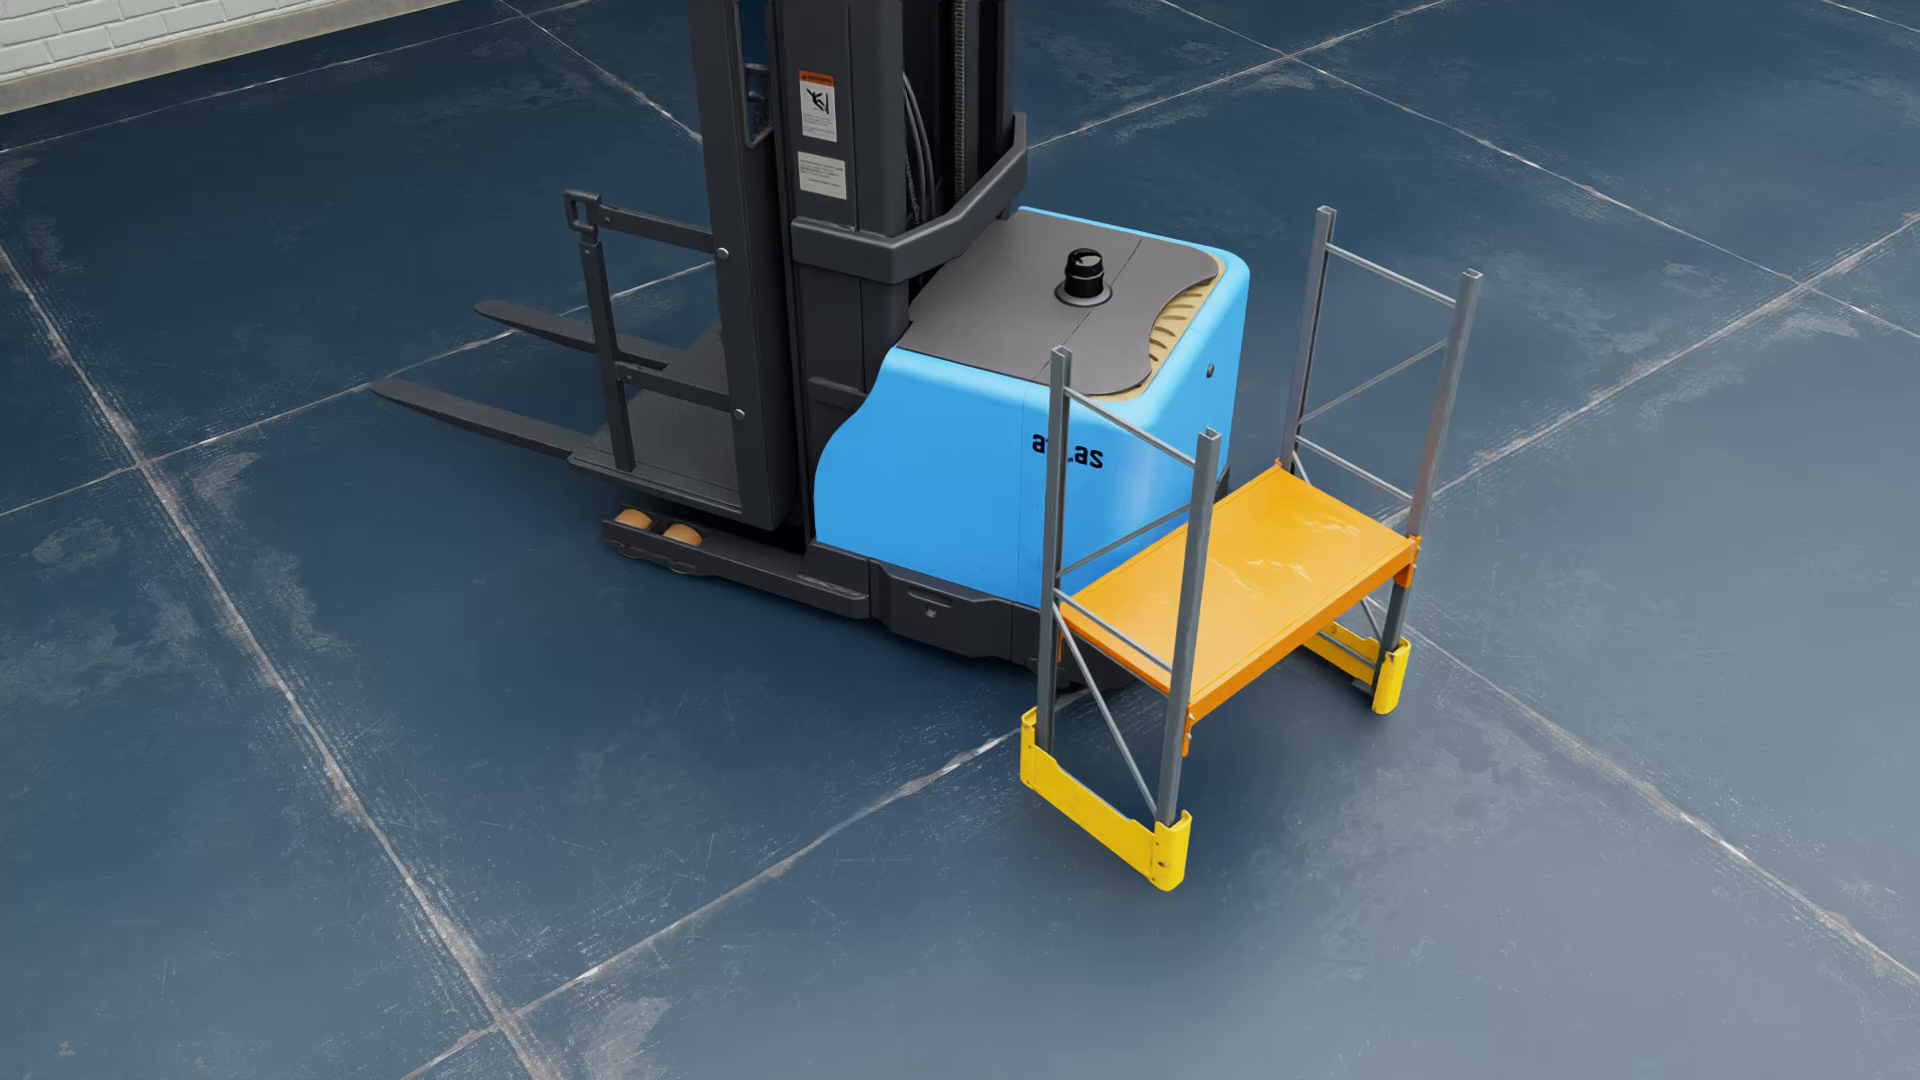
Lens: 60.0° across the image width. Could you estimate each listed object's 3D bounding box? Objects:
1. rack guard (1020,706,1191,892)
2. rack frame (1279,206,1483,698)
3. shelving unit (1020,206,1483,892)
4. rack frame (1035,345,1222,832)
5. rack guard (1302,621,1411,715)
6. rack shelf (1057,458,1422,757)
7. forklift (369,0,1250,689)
[{"bbox_3d":[0.398,0.721,4.674,0.087,0.250,0.587,-31,48,-32],"label":"rack guard"},{"bbox_3d":[1.141,-0.201,4.812,0.032,1.500,0.500,-31,48,-32],"label":"rack frame"},{"bbox_3d":[0.762,0.023,4.540,1.083,1.500,0.587,-31,48,-32],"label":"shelving unit"},{"bbox_3d":[0.397,0.239,4.277,0.032,1.500,0.500,-31,48,-32],"label":"rack frame"},{"bbox_3d":[1.127,0.291,5.198,0.087,0.250,0.587,-31,48,-32],"label":"rack guard"},{"bbox_3d":[0.769,0.158,4.658,1.000,0.185,0.538,-31,48,-32],"label":"rack shelf"},{"bbox_3d":[-0.650,-1.305,5.030,3.031,2.935,1.130,16,42,19],"label":"forklift"}]
